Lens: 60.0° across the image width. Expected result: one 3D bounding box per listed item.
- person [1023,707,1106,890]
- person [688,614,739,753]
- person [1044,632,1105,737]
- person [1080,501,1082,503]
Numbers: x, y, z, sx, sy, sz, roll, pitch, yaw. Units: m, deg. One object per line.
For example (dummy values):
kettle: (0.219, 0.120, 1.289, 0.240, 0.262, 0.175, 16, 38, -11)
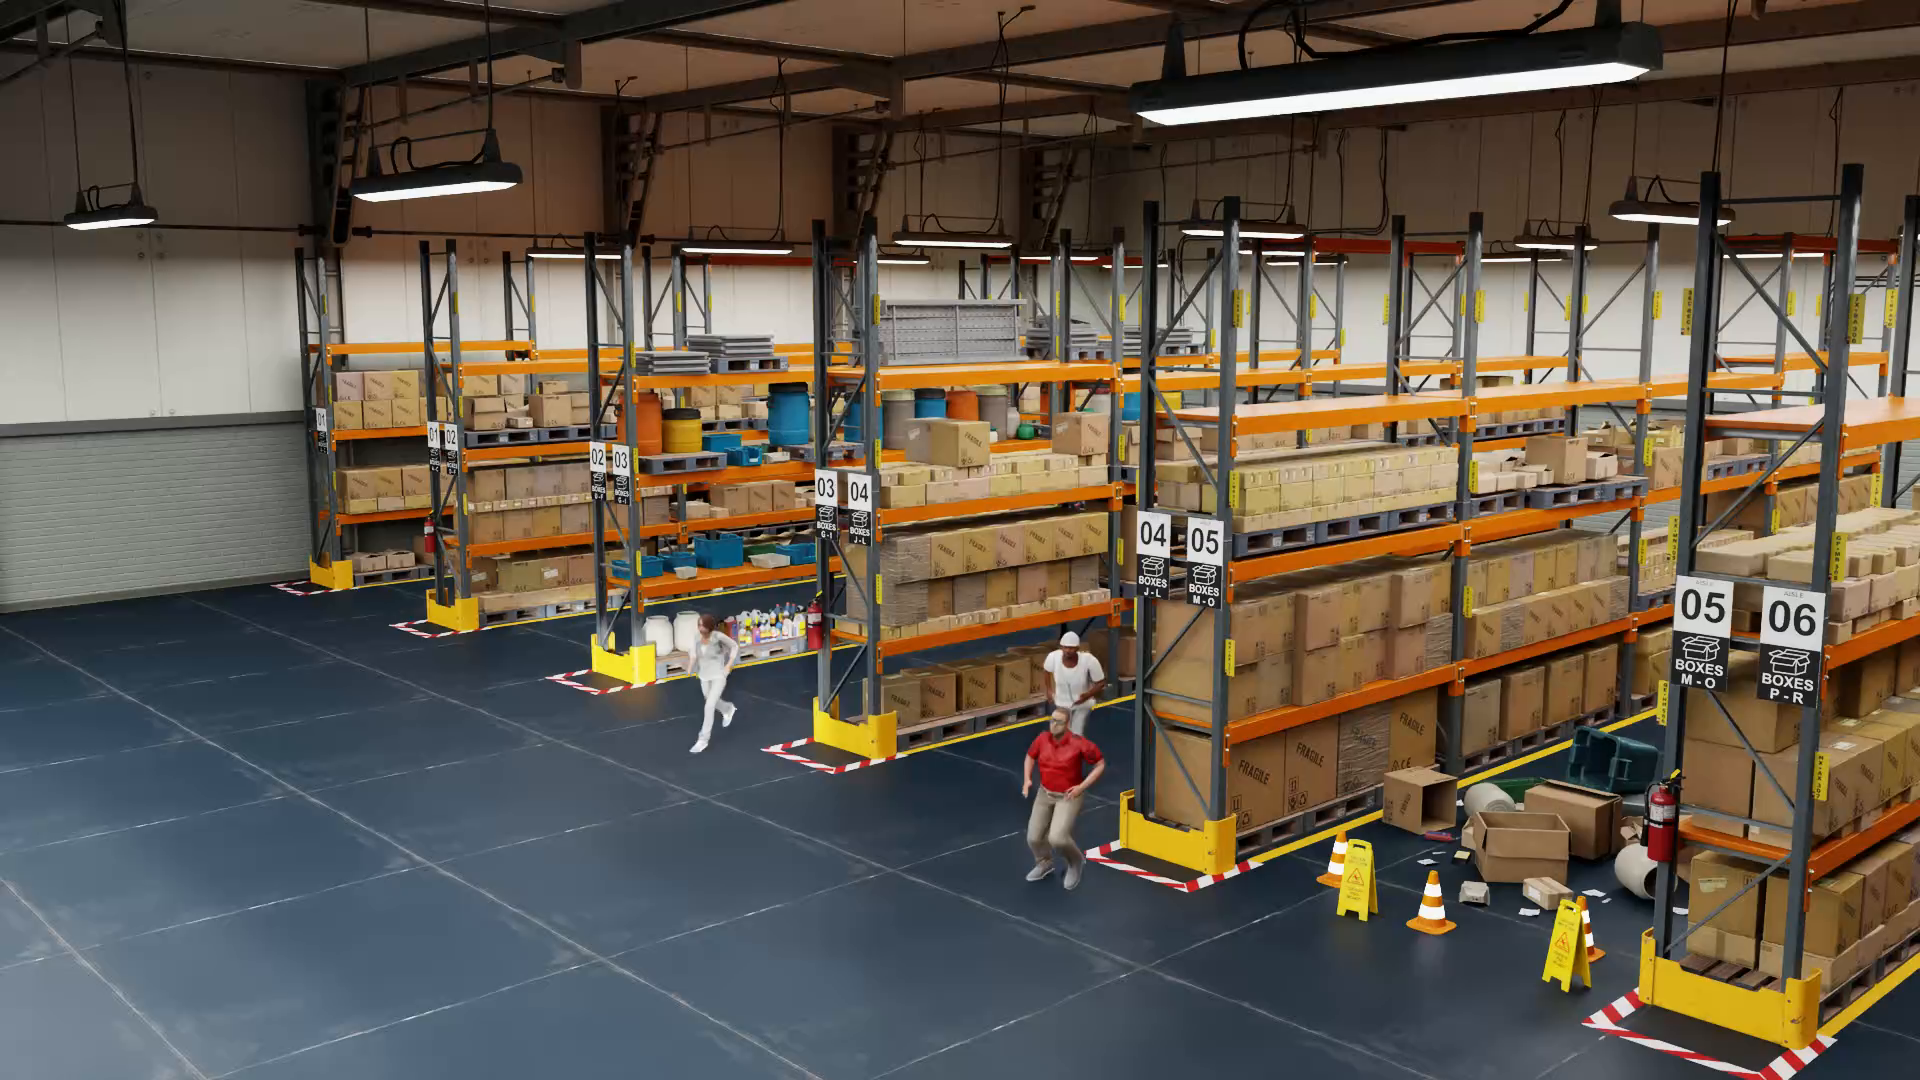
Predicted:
person: (0.883, 2.253, 14.500, 0.747, 1.641, 0.630, 5, 10, 29)
person: (-2.827, 1.607, 19.208, 0.570, 1.540, 0.946, 3, 9, 19)
person: (1.208, 1.770, 17.692, 0.692, 1.688, 0.774, 2, 9, 13)
person: (2.317, -0.160, 30.883, 0.573, 1.621, 0.561, -8, 12, -44)
